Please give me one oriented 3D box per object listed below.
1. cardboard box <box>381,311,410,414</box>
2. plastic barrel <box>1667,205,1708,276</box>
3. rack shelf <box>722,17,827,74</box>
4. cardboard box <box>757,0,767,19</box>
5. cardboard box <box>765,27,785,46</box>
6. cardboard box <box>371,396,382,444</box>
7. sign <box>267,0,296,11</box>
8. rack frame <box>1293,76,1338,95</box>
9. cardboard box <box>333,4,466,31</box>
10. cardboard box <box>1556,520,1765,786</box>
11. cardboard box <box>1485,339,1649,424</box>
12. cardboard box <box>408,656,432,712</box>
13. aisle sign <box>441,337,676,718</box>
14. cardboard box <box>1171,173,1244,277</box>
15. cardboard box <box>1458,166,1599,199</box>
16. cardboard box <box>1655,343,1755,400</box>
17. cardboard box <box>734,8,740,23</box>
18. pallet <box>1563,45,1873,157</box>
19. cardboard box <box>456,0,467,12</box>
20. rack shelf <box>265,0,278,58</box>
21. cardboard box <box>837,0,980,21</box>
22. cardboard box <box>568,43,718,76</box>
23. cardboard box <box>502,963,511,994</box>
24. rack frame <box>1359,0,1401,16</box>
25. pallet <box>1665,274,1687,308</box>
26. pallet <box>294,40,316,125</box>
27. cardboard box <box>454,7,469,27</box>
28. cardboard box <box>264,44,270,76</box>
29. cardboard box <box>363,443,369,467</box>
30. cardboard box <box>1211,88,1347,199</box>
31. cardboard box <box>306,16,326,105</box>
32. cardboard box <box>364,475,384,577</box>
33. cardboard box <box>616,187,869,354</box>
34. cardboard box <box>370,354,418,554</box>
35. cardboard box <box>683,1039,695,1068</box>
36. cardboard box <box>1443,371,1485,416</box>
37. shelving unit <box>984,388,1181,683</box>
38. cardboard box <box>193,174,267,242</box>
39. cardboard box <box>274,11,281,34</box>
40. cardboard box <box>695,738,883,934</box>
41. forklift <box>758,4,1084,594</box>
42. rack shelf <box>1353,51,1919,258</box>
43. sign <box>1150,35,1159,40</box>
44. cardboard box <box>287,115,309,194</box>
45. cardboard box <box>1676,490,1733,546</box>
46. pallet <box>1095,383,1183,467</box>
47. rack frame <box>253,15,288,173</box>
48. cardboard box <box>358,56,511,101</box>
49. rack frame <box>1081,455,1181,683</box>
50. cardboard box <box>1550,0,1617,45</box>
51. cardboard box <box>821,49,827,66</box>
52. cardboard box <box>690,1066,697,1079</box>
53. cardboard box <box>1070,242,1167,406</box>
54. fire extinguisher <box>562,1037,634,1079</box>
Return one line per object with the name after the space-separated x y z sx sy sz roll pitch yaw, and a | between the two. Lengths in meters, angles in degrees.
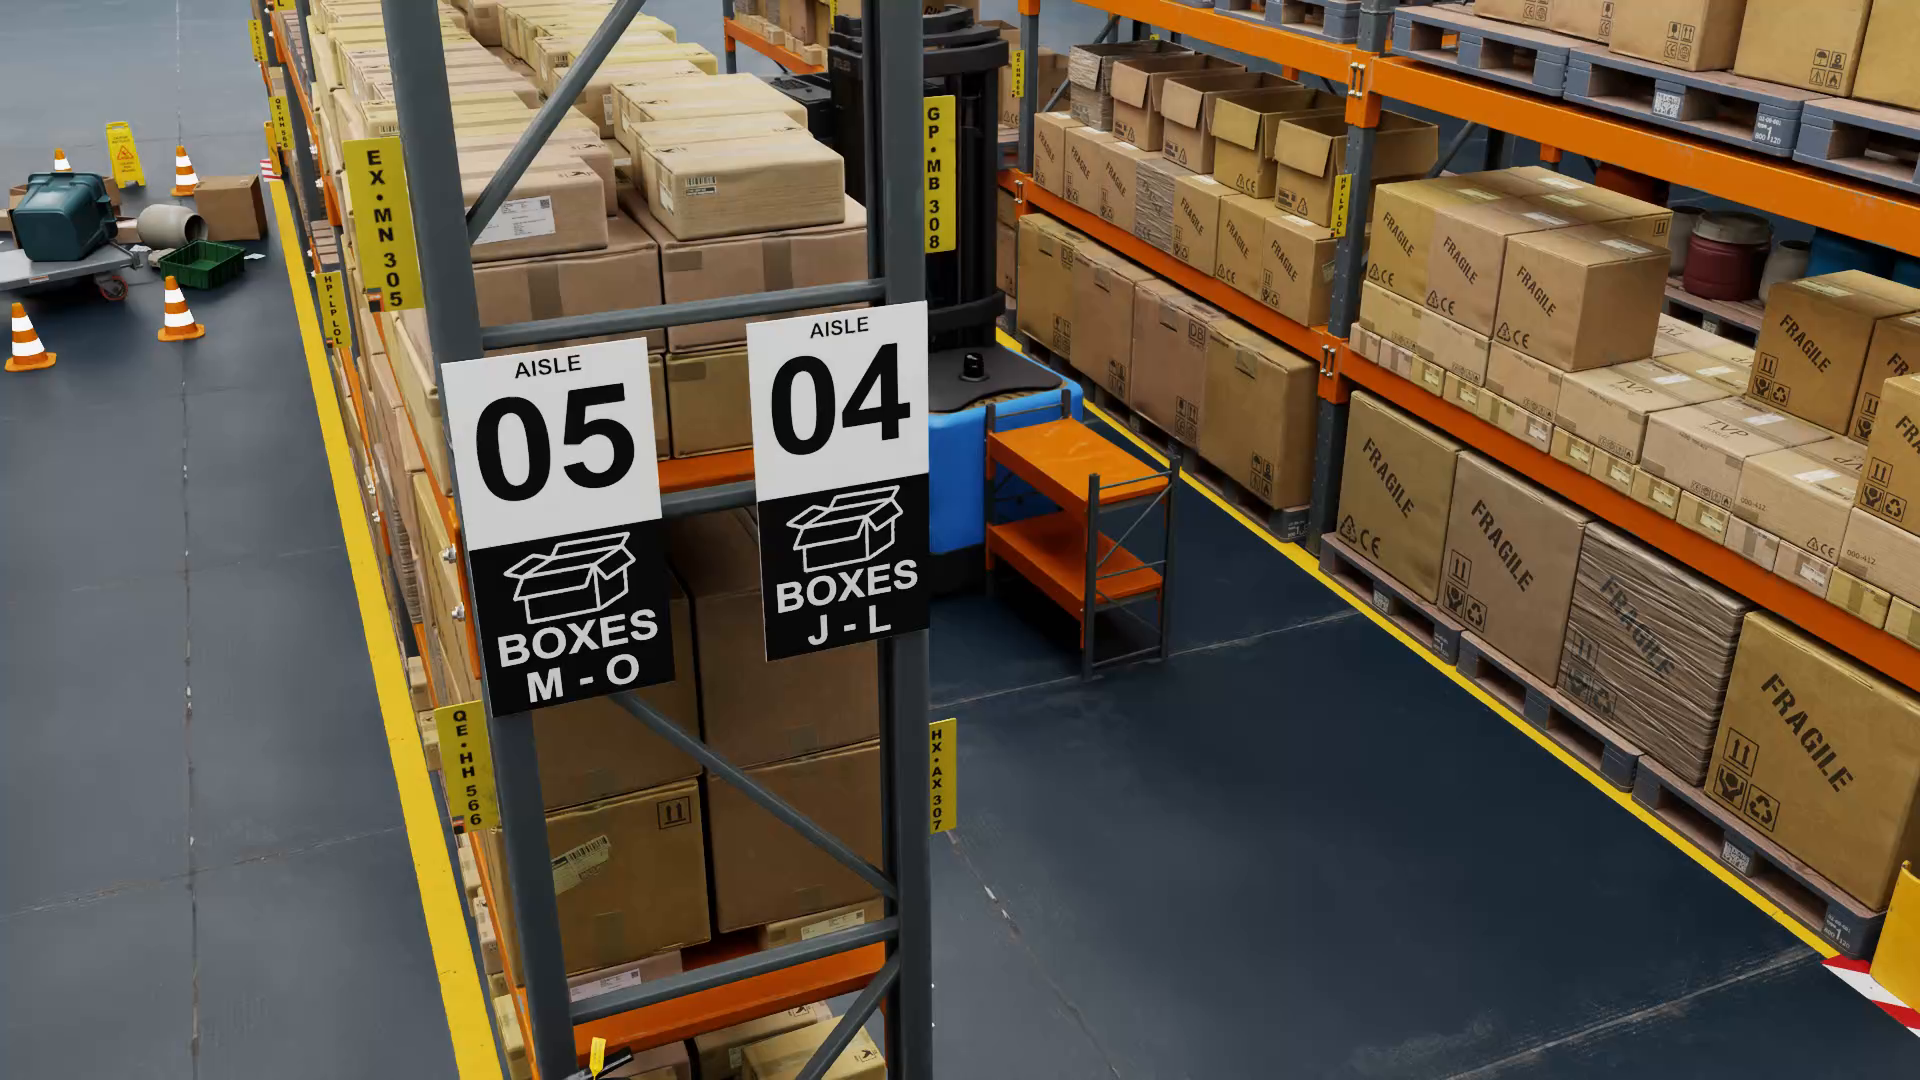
-1.183 -0.549 4.209 0.500 0.250 0.500 -11 28 -21 | cardboard box
5.983 -2.482 13.771 0.421 0.512 0.421 0 26 0 | plastic barrel
-1.435 -5.066 17.527 1.077 0.370 4.000 -11 28 -21 | rack shelf
-1.721 -5.967 18.100 0.875 0.500 0.500 -11 28 -21 | cardboard box
-1.827 -5.306 17.484 0.380 0.149 0.250 -11 28 -21 | cardboard box
-1.959 -0.278 6.447 0.500 0.500 0.500 -11 28 -21 | cardboard box
-2.631 -2.201 6.383 0.100 0.325 0.005 -11 28 -21 | sign
3.906 -5.433 17.458 1.000 3.000 0.127 -11 28 -21 | rack frame
-1.824 -1.645 5.429 0.380 0.149 0.250 -12 28 -22 | cardboard box
3.367 0.417 7.421 0.875 0.875 0.875 -11 28 -21 | cardboard box
2.823 -0.774 7.748 0.500 0.250 0.500 -10 28 -19 | cardboard box
-2.274 0.619 7.495 0.380 0.149 0.250 -9 28 -18 | cardboard box
-0.803 -0.013 3.395 0.394 0.787 0.004 -11 28 -21 | aisle sign
1.649 -1.950 10.211 0.500 0.500 0.500 -11 28 -21 | cardboard box
2.908 -1.616 8.618 0.500 0.500 0.500 -10 28 -19 | cardboard box
3.496 -0.666 7.527 0.500 0.250 0.500 -11 28 -22 | cardboard box
-2.326 -5.928 18.758 0.380 0.149 0.250 -11 28 -21 | cardboard box
3.266 -1.836 6.775 1.003 0.211 1.213 -11 28 -21 | pallet
-1.747 -2.146 6.454 0.380 0.149 0.250 -12 28 -23 | cardboard box
-4.471 -3.988 11.900 1.077 0.370 4.000 -11 28 -21 | rack shelf
-0.469 -4.695 14.786 1.000 1.000 1.000 -10 28 -20 | cardboard box
-0.904 -1.315 4.753 0.380 0.149 0.250 -10 28 -19 | cardboard box
-1.303 1.419 5.517 0.380 0.149 0.250 -12 28 -23 | cardboard box
2.482 -4.048 7.785 1.000 3.000 0.127 -11 28 -21 | rack frame
5.820 -2.254 14.126 1.003 0.211 1.213 -11 28 -21 | pallet
-2.266 -2.072 7.370 1.213 0.211 1.003 -11 28 -21 | pallet
-1.707 -1.903 6.412 0.500 0.250 0.500 -12 28 -23 | cardboard box
-6.295 -4.845 16.083 0.875 0.550 0.550 -11 28 -21 | cardboard box
-2.835 -0.410 8.687 0.500 0.250 0.500 -9 28 -18 | cardboard box
1.966 -2.383 9.956 0.797 0.503 0.637 -10 28 -20 | cardboard box
-2.154 -1.810 6.222 0.500 0.250 0.500 -10 28 -19 | cardboard box
-2.844 -0.069 8.843 0.500 0.500 0.500 -11 28 -22 | cardboard box
-0.492 -0.657 3.859 0.500 0.250 0.500 -10 28 -20 | cardboard box
-1.584 -0.322 5.398 0.500 0.500 0.500 -12 28 -22 | cardboard box
-0.757 1.573 5.541 0.380 0.149 0.250 -10 28 -20 | cardboard box
2.603 -0.745 8.143 0.380 0.149 0.250 -11 28 -22 | cardboard box
0.598 -0.046 8.562 0.538 1.125 1.048 -13 29 -25 | shelving unit
-6.807 -3.099 15.524 0.500 0.500 0.500 -6 27 -12 | cardboard box
-3.507 -3.072 9.089 0.500 0.500 0.500 -11 28 -21 | cardboard box
-0.477 0.667 4.513 0.500 0.500 0.500 -9 28 -18 | cardboard box
-0.516 -1.628 9.744 1.130 2.935 3.031 -15 30 -28 | forklift
3.265 -1.569 6.947 1.077 0.370 4.000 -11 28 -21 | rack shelf
1.425 -3.584 12.352 0.100 0.325 0.005 -11 28 -21 | sign
-4.501 -2.740 11.828 0.500 0.500 0.500 -11 28 -21 | cardboard box
3.204 -0.124 6.871 0.380 0.149 0.250 -11 28 -22 | cardboard box
1.628 -0.891 11.334 1.003 0.211 1.213 -11 28 -21 | pallet
-6.821 -5.385 17.361 1.000 3.000 0.127 -11 28 -21 | rack frame
-1.428 -1.217 4.551 0.380 0.149 0.250 -10 28 -19 | cardboard box
0.835 0.151 8.158 0.500 1.125 0.032 -13 29 -25 | rack frame
3.050 -2.455 7.234 0.700 0.500 0.500 -9 27 -18 | cardboard box
-1.138 -4.719 16.283 0.380 0.149 0.250 -11 28 -21 | cardboard box
-0.747 1.709 5.601 0.380 0.149 0.250 -10 28 -20 | cardboard box
1.508 -1.558 11.464 1.225 0.875 0.875 -10 28 -20 | cardboard box
-0.881 1.457 3.860 0.296 0.674 0.183 -11 28 -21 | fire extinguisher
